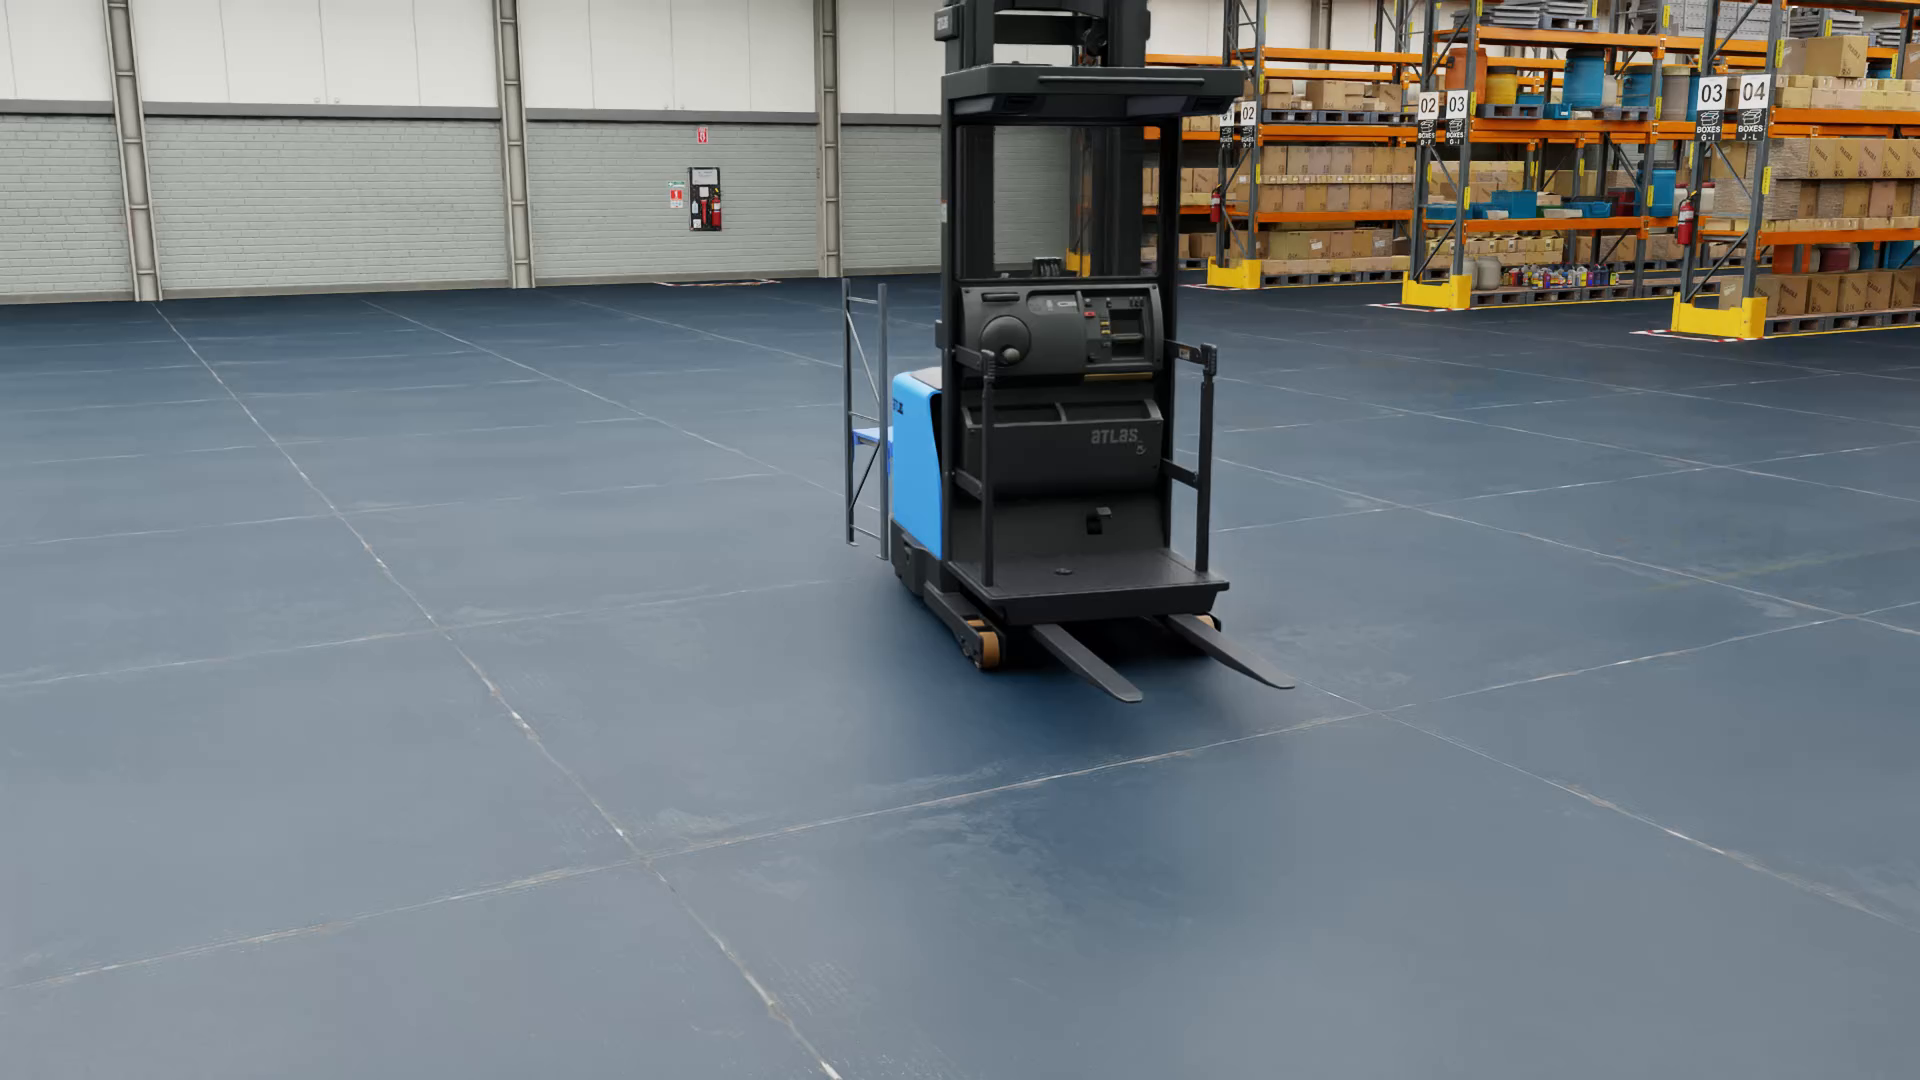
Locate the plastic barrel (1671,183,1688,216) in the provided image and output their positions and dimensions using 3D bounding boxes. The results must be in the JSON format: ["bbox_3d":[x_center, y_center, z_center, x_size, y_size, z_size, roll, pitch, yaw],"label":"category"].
[{"bbox_3d":[11.751,-5.610,27.396,0.433,0.535,0.433,0,13,0],"label":"plastic barrel"}]

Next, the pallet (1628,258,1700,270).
[{"bbox_3d":[14.762,-5.829,35.028,1.213,0.211,1.003,-7,14,-28],"label":"pallet"}]

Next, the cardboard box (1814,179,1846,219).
[{"bbox_3d":[11.005,-4.477,21.764,0.500,0.500,0.875,-7,14,-28],"label":"cardboard box"}]

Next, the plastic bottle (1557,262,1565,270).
[{"bbox_3d":[9.899,-4.403,27.372,0.185,0.351,0.144,-6,14,-26],"label":"plastic bottle"}]

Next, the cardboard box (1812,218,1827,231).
[{"bbox_3d":[10.921,-4.073,21.447,0.250,0.149,0.380,-7,14,-28],"label":"cardboard box"}]

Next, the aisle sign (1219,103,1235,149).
[{"bbox_3d":[4.727,-7.338,29.461,0.004,0.787,0.394,-7,14,-28],"label":"aisle sign"}]

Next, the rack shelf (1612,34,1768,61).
[{"bbox_3d":[12.562,-8.077,27.551,4.000,0.370,1.077,-7,14,-28],"label":"rack shelf"}]

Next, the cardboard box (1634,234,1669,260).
[{"bbox_3d":[14.284,-6.067,34.427,0.500,0.500,0.500,-7,14,-27],"label":"cardboard box"}]

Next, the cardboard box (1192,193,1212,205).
[{"bbox_3d":[4.914,-7.116,34.694,0.500,0.250,0.500,-7,14,-28],"label":"cardboard box"}]

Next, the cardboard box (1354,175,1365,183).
[{"bbox_3d":[7.185,-6.602,30.410,0.250,0.149,0.380,-6,14,-26],"label":"cardboard box"}]

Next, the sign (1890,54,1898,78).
[{"bbox_3d":[12.910,-6.545,22.955,0.005,0.325,0.100,-7,14,-28],"label":"sign"}]

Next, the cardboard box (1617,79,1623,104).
[{"bbox_3d":[13.228,-9.013,33.490,0.500,0.500,0.500,-7,14,-28],"label":"cardboard box"}]

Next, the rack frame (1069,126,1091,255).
[{"bbox_3d":[2.548,-6.974,33.765,0.127,3.000,1.000,-7,14,-28],"label":"rack frame"}]

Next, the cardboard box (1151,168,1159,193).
[{"bbox_3d":[4.007,-7.372,34.122,0.500,0.500,0.500,-7,15,-30],"label":"cardboard box"}]

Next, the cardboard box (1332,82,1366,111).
[{"bbox_3d":[6.930,-8.078,30.331,0.637,0.503,0.797,-5,14,-22],"label":"cardboard box"}]

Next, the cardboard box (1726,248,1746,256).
[{"bbox_3d":[16.685,-6.210,35.821,0.250,0.166,0.380,-7,14,-28],"label":"cardboard box"}]

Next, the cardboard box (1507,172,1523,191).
[{"bbox_3d":[12.797,-8.343,38.897,0.500,0.500,0.500,-7,15,-29],"label":"cardboard box"}]

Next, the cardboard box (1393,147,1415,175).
[{"bbox_3d":[8.050,-7.074,31.029,0.500,0.500,0.700,-7,14,-28],"label":"cardboard box"}]

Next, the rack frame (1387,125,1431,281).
[{"bbox_3d":[8.436,-6.440,31.395,0.127,3.000,1.000,-7,14,-28],"label":"rack frame"}]

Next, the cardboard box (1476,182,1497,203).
[{"bbox_3d":[10.020,-6.675,32.209,0.500,0.500,0.500,-7,14,-28],"label":"cardboard box"}]

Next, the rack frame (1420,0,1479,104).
[{"bbox_3d":[7.295,-7.991,24.623,0.127,3.000,1.000,-7,14,-28],"label":"rack frame"}]

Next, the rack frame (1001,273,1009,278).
[{"bbox_3d":[0.371,-0.776,9.642,0.032,1.500,0.500,-7,14,-28],"label":"rack frame"}]

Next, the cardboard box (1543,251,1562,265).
[{"bbox_3d":[11.602,-5.622,33.066,0.500,0.250,0.500,-6,14,-27],"label":"cardboard box"}]

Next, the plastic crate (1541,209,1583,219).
[{"bbox_3d":[9.502,-5.137,26.205,0.437,0.136,0.530,-7,14,-28],"label":"plastic crate"}]

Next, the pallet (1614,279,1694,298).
[{"bbox_3d":[11.477,-4.215,27.858,1.213,0.211,1.003,-7,14,-28],"label":"pallet"}]

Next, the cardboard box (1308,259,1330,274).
[{"bbox_3d":[6.379,-5.002,30.311,0.500,0.250,0.500,-7,14,-28],"label":"cardboard box"}]

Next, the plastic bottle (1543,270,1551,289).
[{"bbox_3d":[9.244,-4.105,26.203,0.133,0.283,0.061,-7,14,-27],"label":"plastic bottle"}]

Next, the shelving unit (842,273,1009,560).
[{"bbox_3d":[-0.075,-0.723,9.405,1.048,1.500,0.538,-7,14,-28],"label":"shelving unit"}]

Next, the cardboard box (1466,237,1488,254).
[{"bbox_3d":[9.814,-5.679,32.042,0.500,0.311,0.500,-7,15,-30],"label":"cardboard box"}]

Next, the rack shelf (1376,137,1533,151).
[{"bbox_3d":[11.326,-9.138,38.190,4.000,0.370,1.077,-7,14,-28],"label":"rack shelf"}]

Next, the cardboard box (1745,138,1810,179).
[{"bbox_3d":[10.282,-4.797,20.911,0.500,0.500,0.500,-7,14,-28],"label":"cardboard box"}]

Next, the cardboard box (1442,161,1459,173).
[{"bbox_3d":[11.001,-8.493,37.857,0.500,0.250,0.500,-7,14,-27],"label":"cardboard box"}]

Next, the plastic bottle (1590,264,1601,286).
[{"bbox_3d":[10.211,-4.264,26.757,0.185,0.351,0.144,-8,15,-31],"label":"plastic bottle"}]

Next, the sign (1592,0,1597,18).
[{"bbox_3d":[12.216,-10.214,32.013,0.005,0.325,0.100,-7,14,-28],"label":"sign"}]

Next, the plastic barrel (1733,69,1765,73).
[{"bbox_3d":[13.492,-7.570,28.439,0.600,0.901,0.600,0,13,0],"label":"plastic barrel"}]

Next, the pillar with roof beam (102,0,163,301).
[{"bbox_3d":[-10.988,-7.418,22.074,0.400,9.000,9.100,-7,14,-28],"label":"pillar with roof beam"}]

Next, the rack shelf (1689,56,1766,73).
[{"bbox_3d":[17.214,-10.067,35.490,4.000,0.370,1.077,-7,14,-28],"label":"rack shelf"}]

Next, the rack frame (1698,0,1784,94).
[{"bbox_3d":[9.669,-7.037,20.382,0.127,3.000,1.000,-7,14,-28],"label":"rack frame"}]

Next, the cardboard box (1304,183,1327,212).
[{"bbox_3d":[6.238,-6.222,30.198,0.500,0.500,0.700,-7,14,-27],"label":"cardboard box"}]

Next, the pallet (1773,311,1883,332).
[{"bbox_3d":[11.535,-2.964,22.298,1.213,0.211,1.003,-7,14,-28],"label":"pallet"}]

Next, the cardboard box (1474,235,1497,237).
[{"bbox_3d":[10.441,-5.890,32.976,0.500,0.311,0.500,-7,15,-29],"label":"cardboard box"}]

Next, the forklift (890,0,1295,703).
[{"bbox_3d":[0.521,-0.969,7.238,1.130,2.935,3.031,-3,13,-15],"label":"forklift"}]

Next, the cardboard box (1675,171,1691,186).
[{"bbox_3d":[14.935,-7.529,35.048,0.700,0.500,0.500,11,17,41],"label":"cardboard box"}]

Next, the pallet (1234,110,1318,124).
[{"bbox_3d":[5.558,-7.509,29.514,1.213,0.211,1.003,-7,14,-28],"label":"pallet"}]

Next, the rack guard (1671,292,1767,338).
[{"bbox_3d":[9.735,-2.899,21.350,0.348,0.500,1.175,-7,14,-28],"label":"rack guard"}]

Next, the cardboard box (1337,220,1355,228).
[{"bbox_3d":[8.433,-7.043,37.055,0.500,0.250,0.500,-7,14,-27],"label":"cardboard box"}]

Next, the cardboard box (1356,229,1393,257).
[{"bbox_3d":[7.689,-5.528,30.941,0.500,0.500,0.500,-7,14,-28],"label":"cardboard box"}]

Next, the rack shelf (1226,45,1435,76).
[{"bbox_3d":[6.681,-8.611,29.924,4.000,0.370,1.077,-7,14,-28],"label":"rack shelf"}]

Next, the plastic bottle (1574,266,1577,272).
[{"bbox_3d":[10.097,-4.366,27.363,0.133,0.283,0.061,-7,14,-28],"label":"plastic bottle"}]

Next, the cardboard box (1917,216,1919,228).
[{"bbox_3d":[12.908,-4.305,22.477,0.250,0.149,0.380,-7,14,-28],"label":"cardboard box"}]

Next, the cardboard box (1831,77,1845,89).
[{"bbox_3d":[10.946,-5.778,21.053,0.250,0.149,0.380,-7,14,-28],"label":"cardboard box"}]

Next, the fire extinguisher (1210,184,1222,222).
[{"bbox_3d":[4.599,-6.059,29.876,0.183,0.674,0.296,-7,14,-28],"label":"fire extinguisher"}]

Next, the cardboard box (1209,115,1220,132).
[{"bbox_3d":[5.285,-8.765,34.619,0.500,0.500,0.500,-8,15,-33],"label":"cardboard box"}]

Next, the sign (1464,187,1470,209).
[{"bbox_3d":[7.555,-5.093,24.778,0.005,0.325,0.100,-7,14,-28],"label":"sign"}]

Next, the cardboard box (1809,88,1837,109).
[{"bbox_3d":[10.665,-5.557,20.978,0.500,0.250,0.500,-7,15,-29],"label":"cardboard box"}]
